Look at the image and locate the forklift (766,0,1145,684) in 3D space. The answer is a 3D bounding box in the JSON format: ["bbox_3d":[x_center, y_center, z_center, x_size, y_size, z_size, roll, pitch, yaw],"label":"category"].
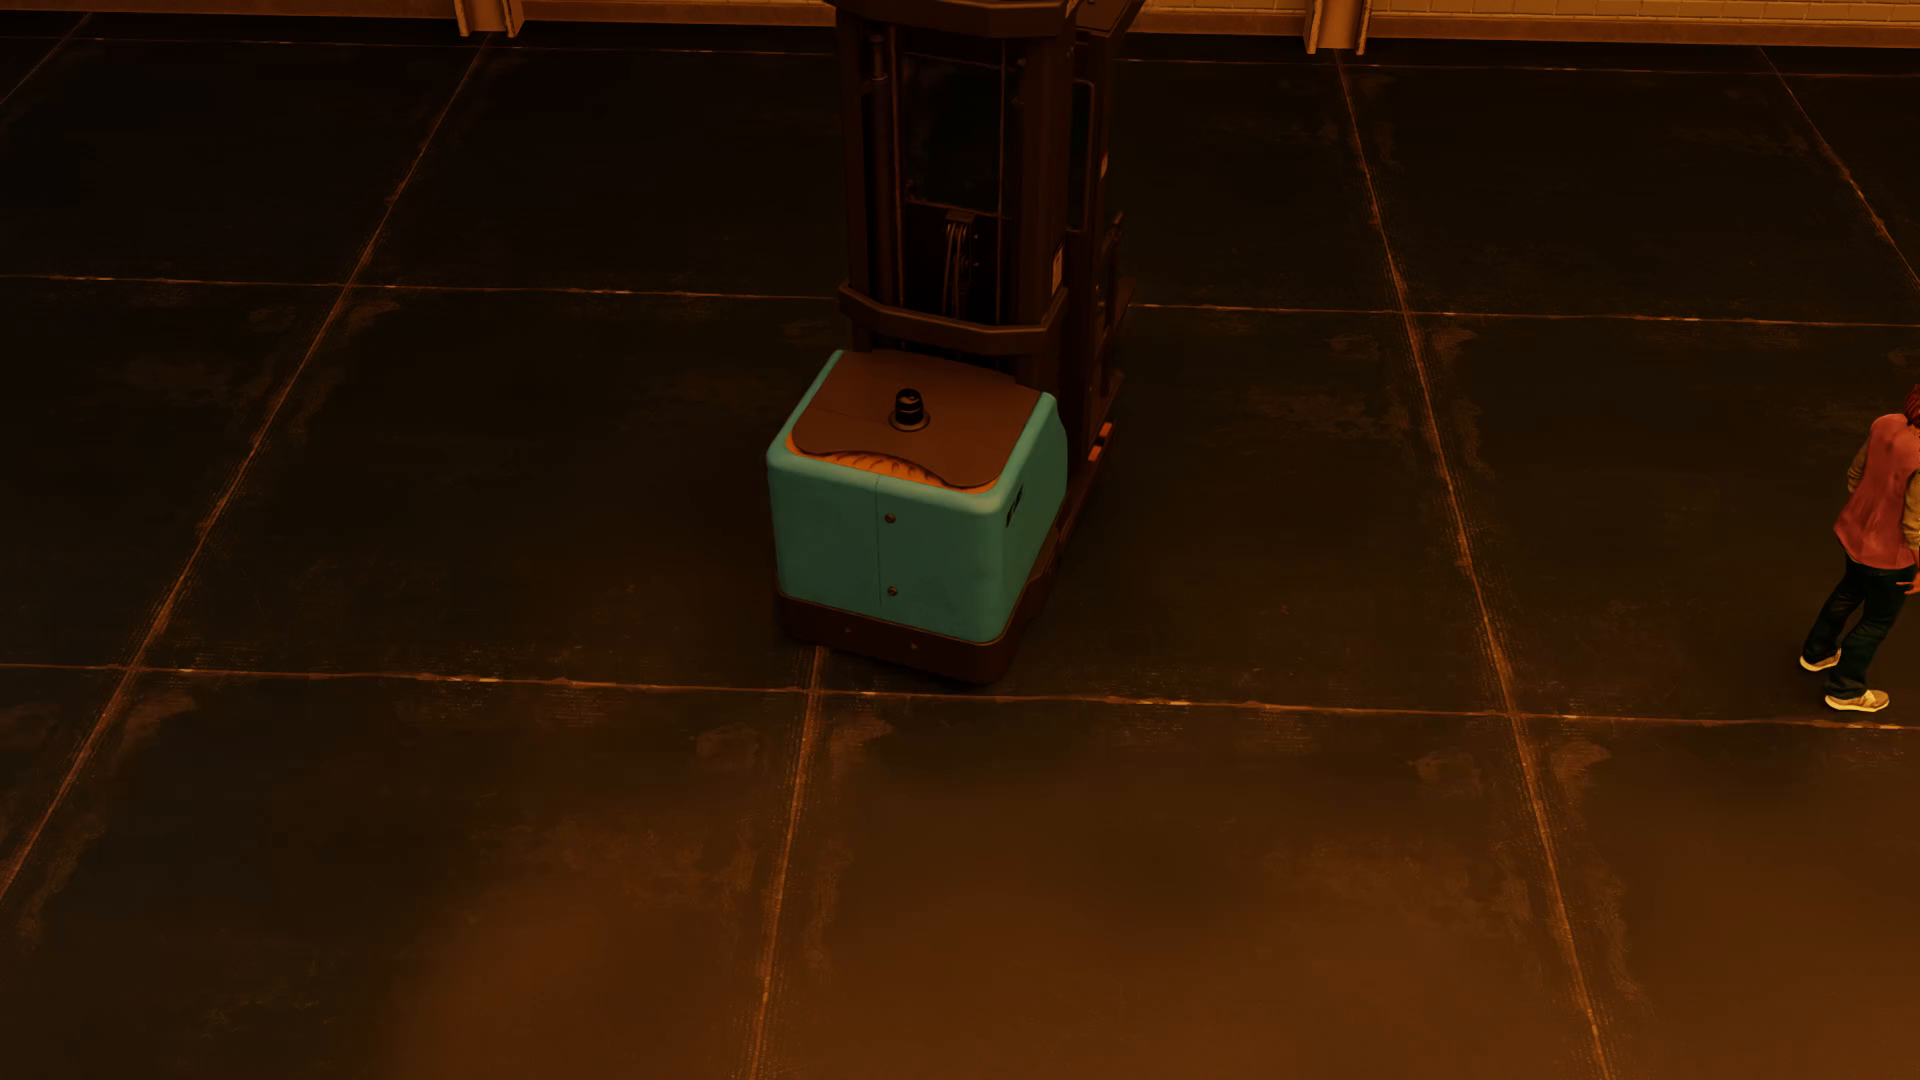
[{"bbox_3d":[0.156,-1.472,7.355,1.130,2.935,3.031,13,44,14],"label":"forklift"}]

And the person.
[{"bbox_3d":[3.759,0.009,6.721,0.405,1.604,0.497,-5,43,-5],"label":"person"}]
